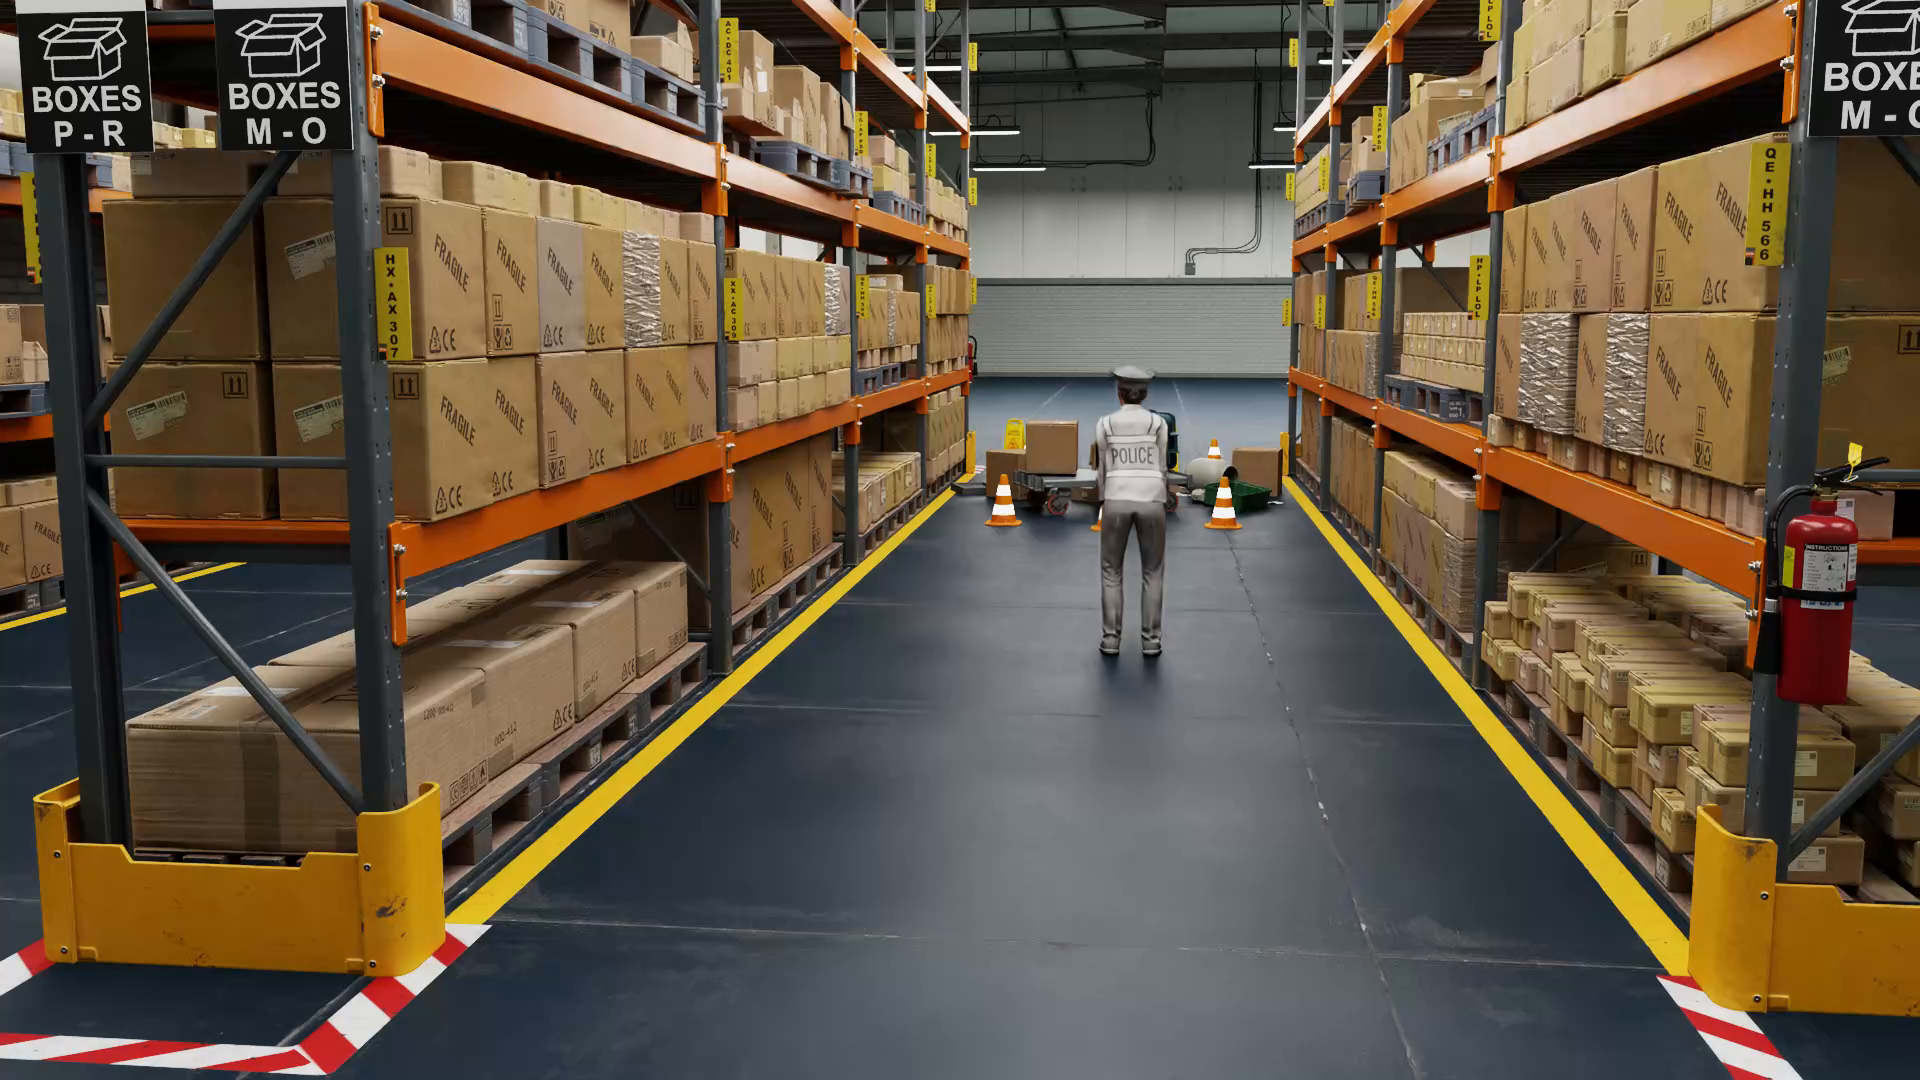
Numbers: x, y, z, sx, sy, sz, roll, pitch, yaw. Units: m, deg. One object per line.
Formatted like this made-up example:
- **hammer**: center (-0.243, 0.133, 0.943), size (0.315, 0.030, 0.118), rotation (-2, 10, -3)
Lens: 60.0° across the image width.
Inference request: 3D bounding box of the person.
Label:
- **person**: center (0.997, -0.189, 9.621), size (0.435, 1.691, 0.526), rotation (1, 8, 6)
